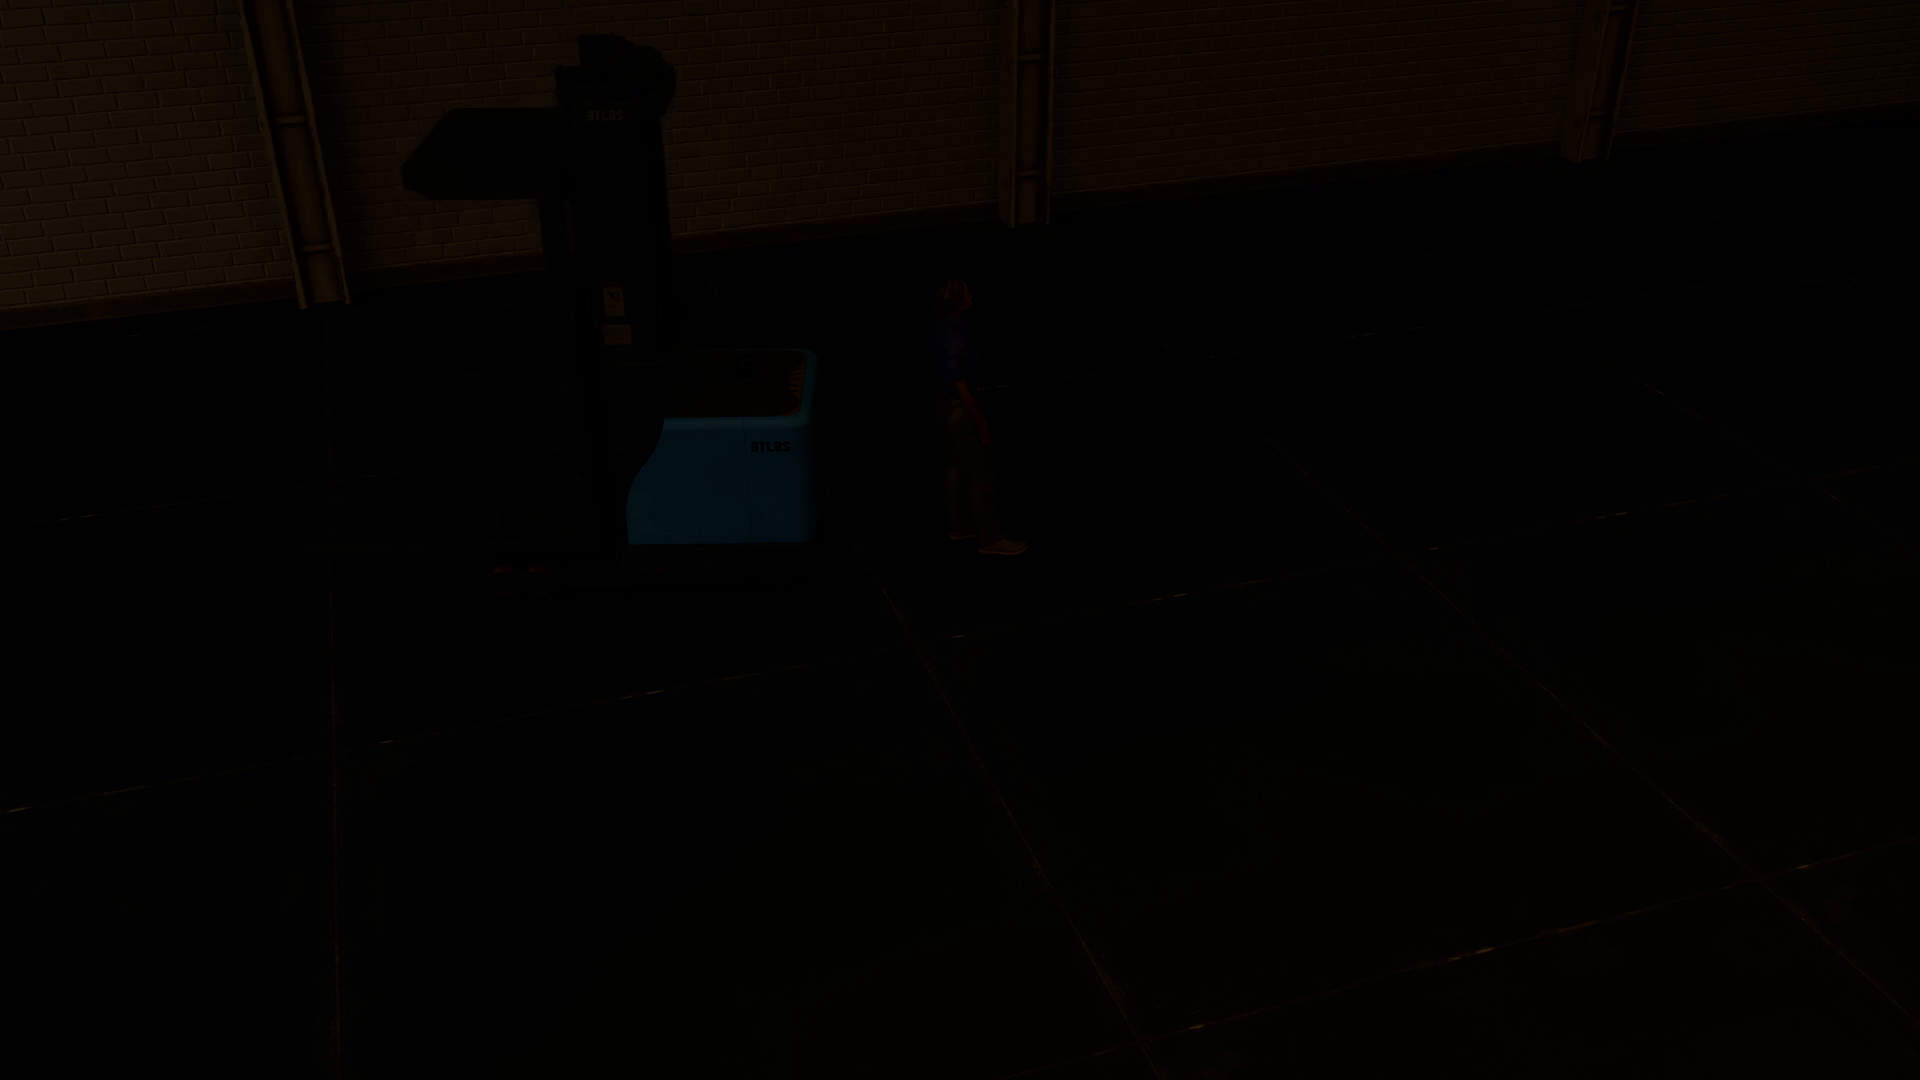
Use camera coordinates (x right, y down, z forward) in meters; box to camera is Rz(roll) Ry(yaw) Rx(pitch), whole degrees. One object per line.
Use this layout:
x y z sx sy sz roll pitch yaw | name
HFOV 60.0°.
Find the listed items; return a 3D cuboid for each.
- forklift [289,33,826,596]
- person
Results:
-2.331 -1.221 9.209 3.031 2.935 1.130 -1 30 -1 | forklift
0.089 -0.728 9.618 0.504 1.654 0.570 -10 31 -16 | person
